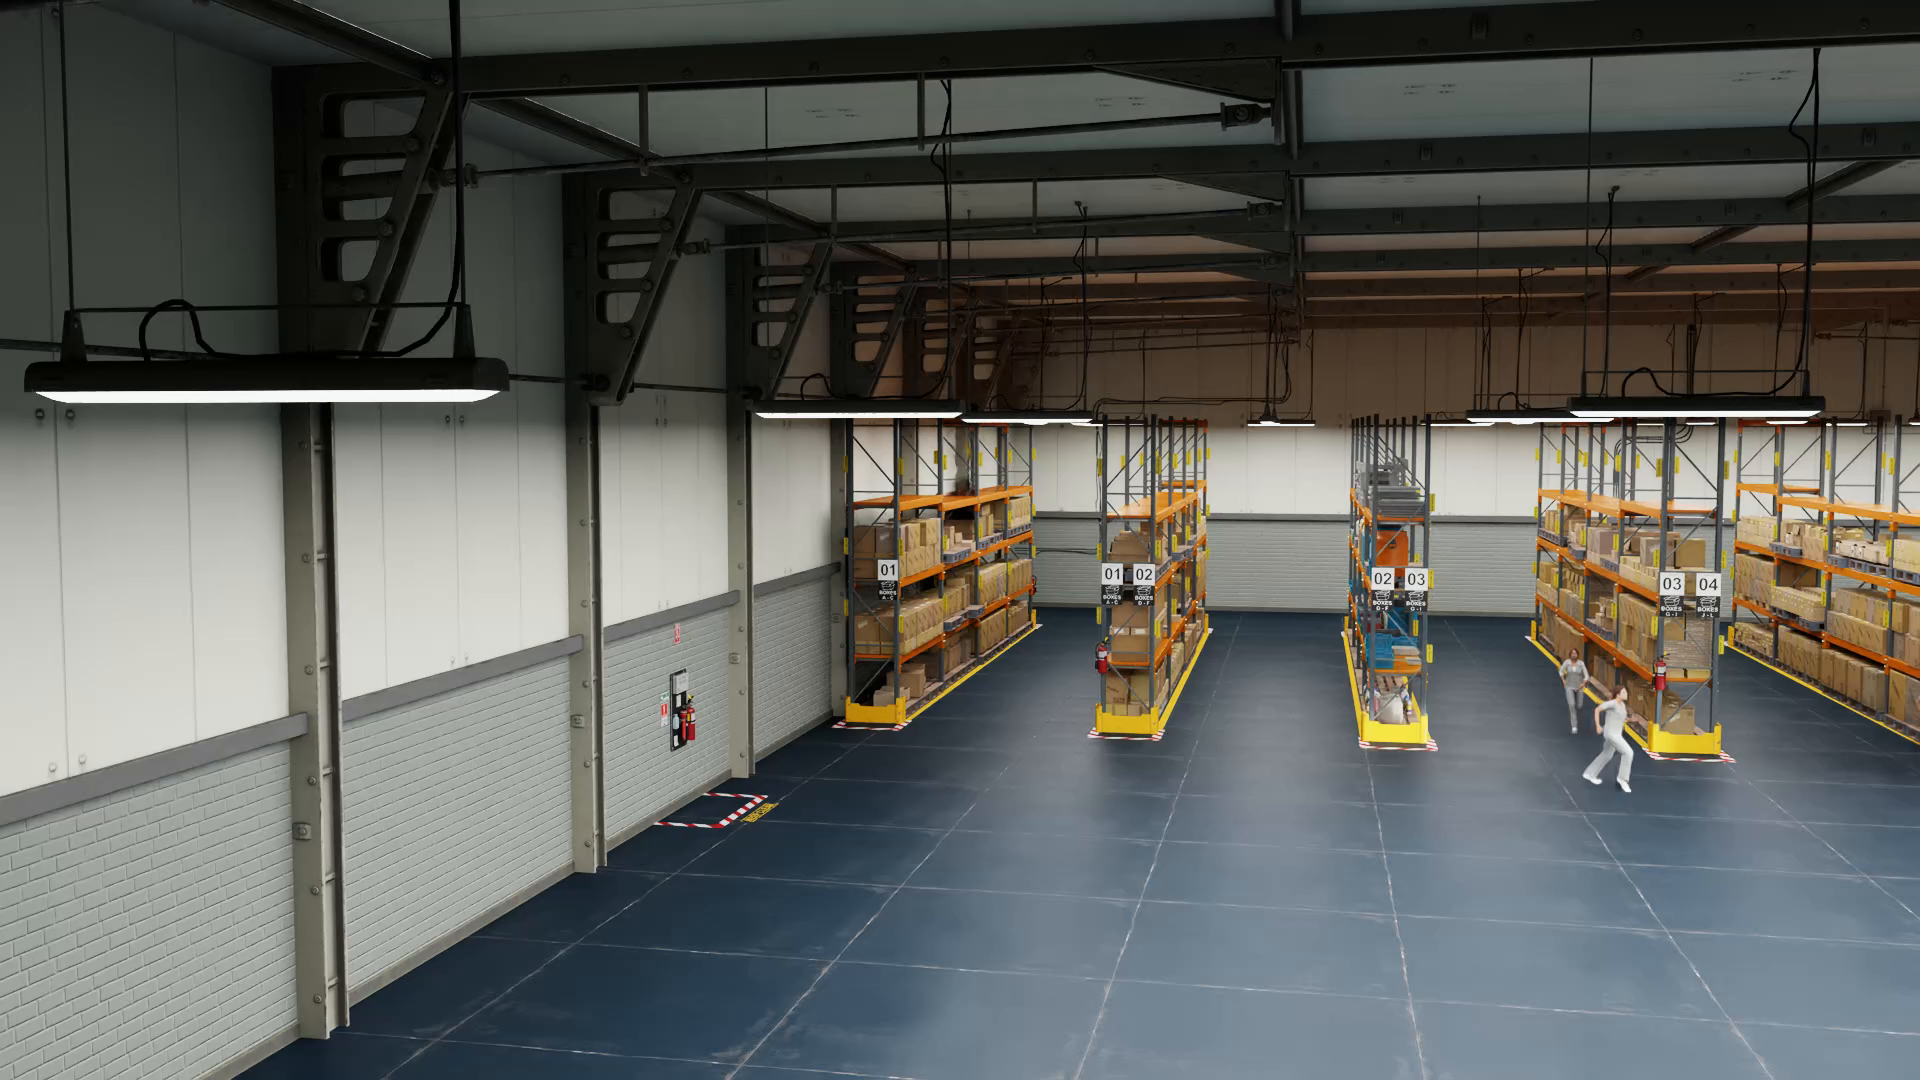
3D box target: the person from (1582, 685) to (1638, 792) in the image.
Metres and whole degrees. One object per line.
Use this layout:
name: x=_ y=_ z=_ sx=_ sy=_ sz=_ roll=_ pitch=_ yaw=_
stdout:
person: x=10.331 y=3.134 z=26.421 sx=0.831 sy=1.690 sz=0.586 roll=3 pitch=5 yaw=40

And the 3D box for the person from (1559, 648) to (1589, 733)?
person: x=11.710 y=2.850 z=31.727 sx=0.520 sy=1.580 sz=0.925 roll=1 pitch=4 yaw=10
